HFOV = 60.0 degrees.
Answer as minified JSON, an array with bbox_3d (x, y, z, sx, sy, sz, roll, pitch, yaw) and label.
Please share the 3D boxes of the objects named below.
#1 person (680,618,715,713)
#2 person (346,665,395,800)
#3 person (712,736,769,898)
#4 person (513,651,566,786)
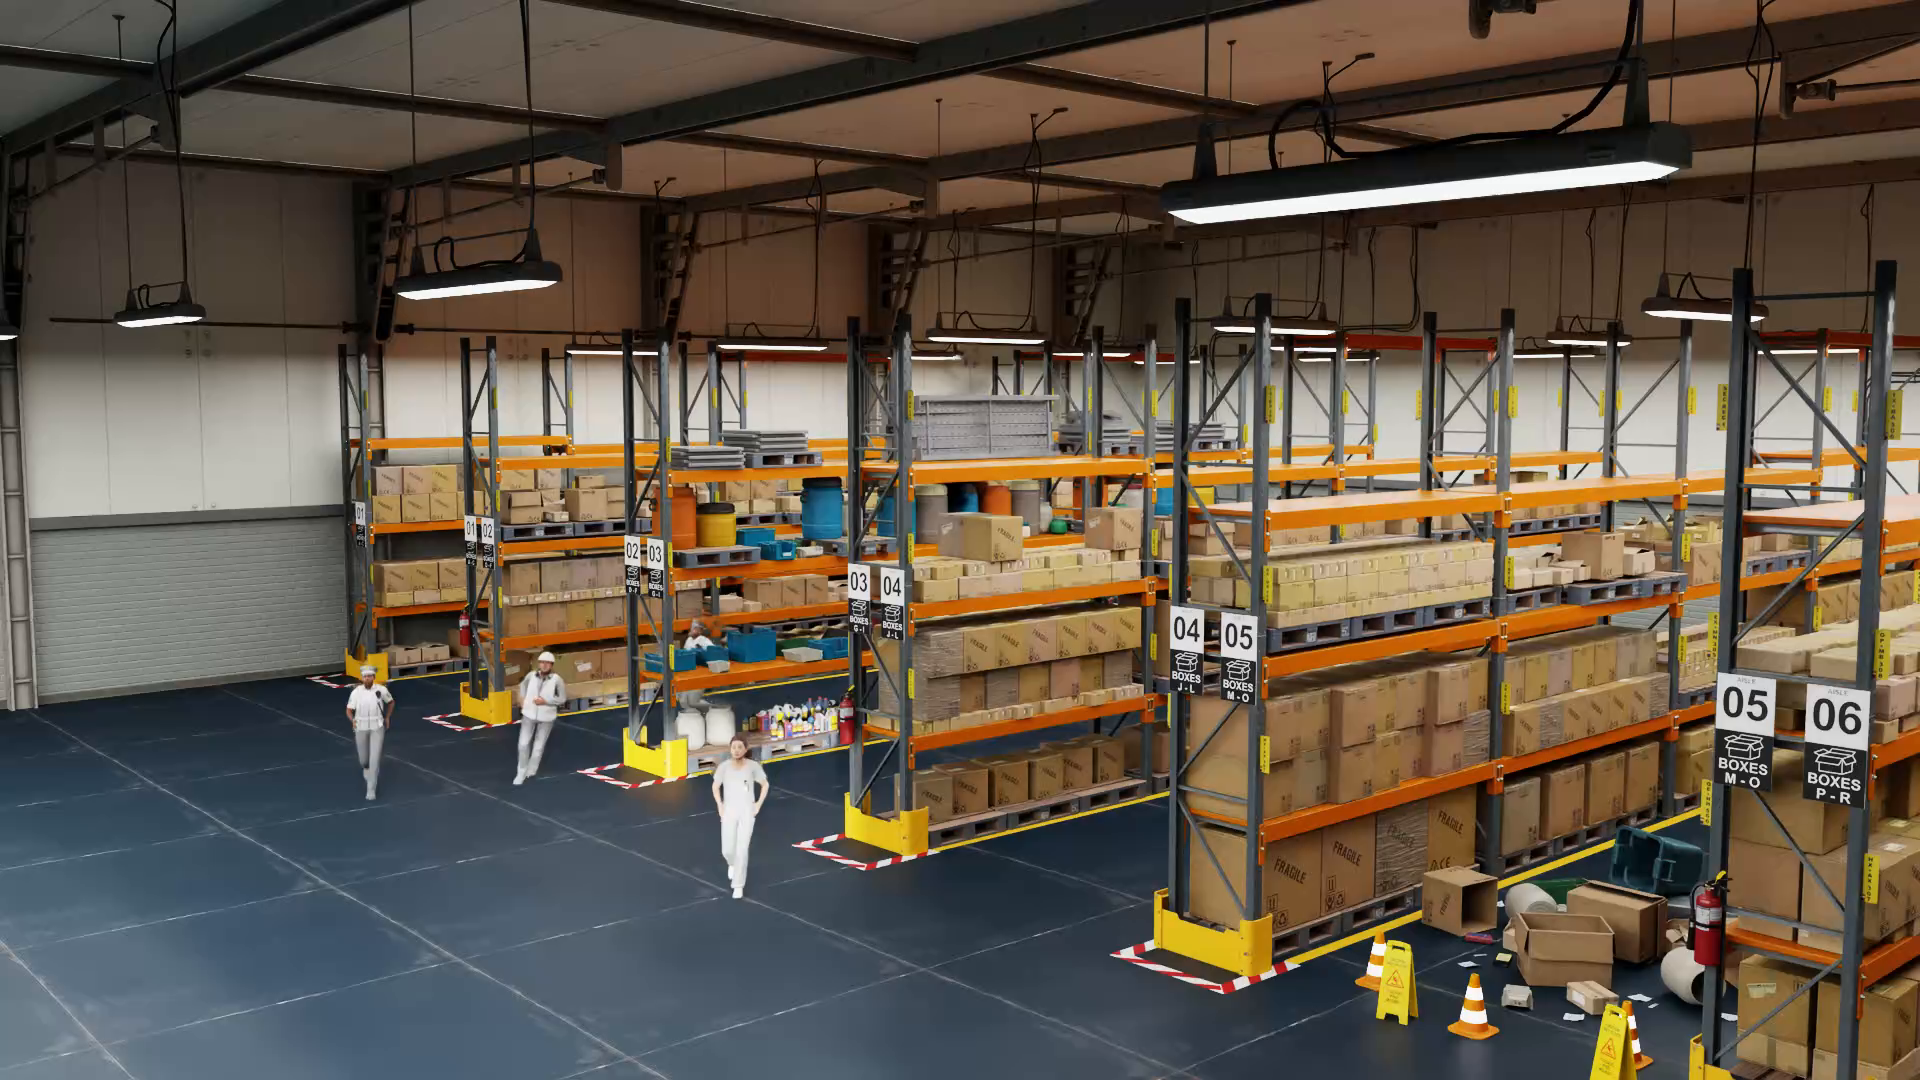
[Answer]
[{"bbox_3d":[-3.989,2.042,25.196,0.661,1.731,0.628,4,7,40],"label":"person"},{"bbox_3d":[-7.571,2.432,21.369,0.588,1.696,0.827,-1,5,-15],"label":"person"},{"bbox_3d":[-2.260,2.818,17.174,0.586,1.646,0.615,0,5,-1],"label":"person"},{"bbox_3d":[-5.537,2.352,21.961,0.711,1.796,0.672,0,5,-4],"label":"person"}]
